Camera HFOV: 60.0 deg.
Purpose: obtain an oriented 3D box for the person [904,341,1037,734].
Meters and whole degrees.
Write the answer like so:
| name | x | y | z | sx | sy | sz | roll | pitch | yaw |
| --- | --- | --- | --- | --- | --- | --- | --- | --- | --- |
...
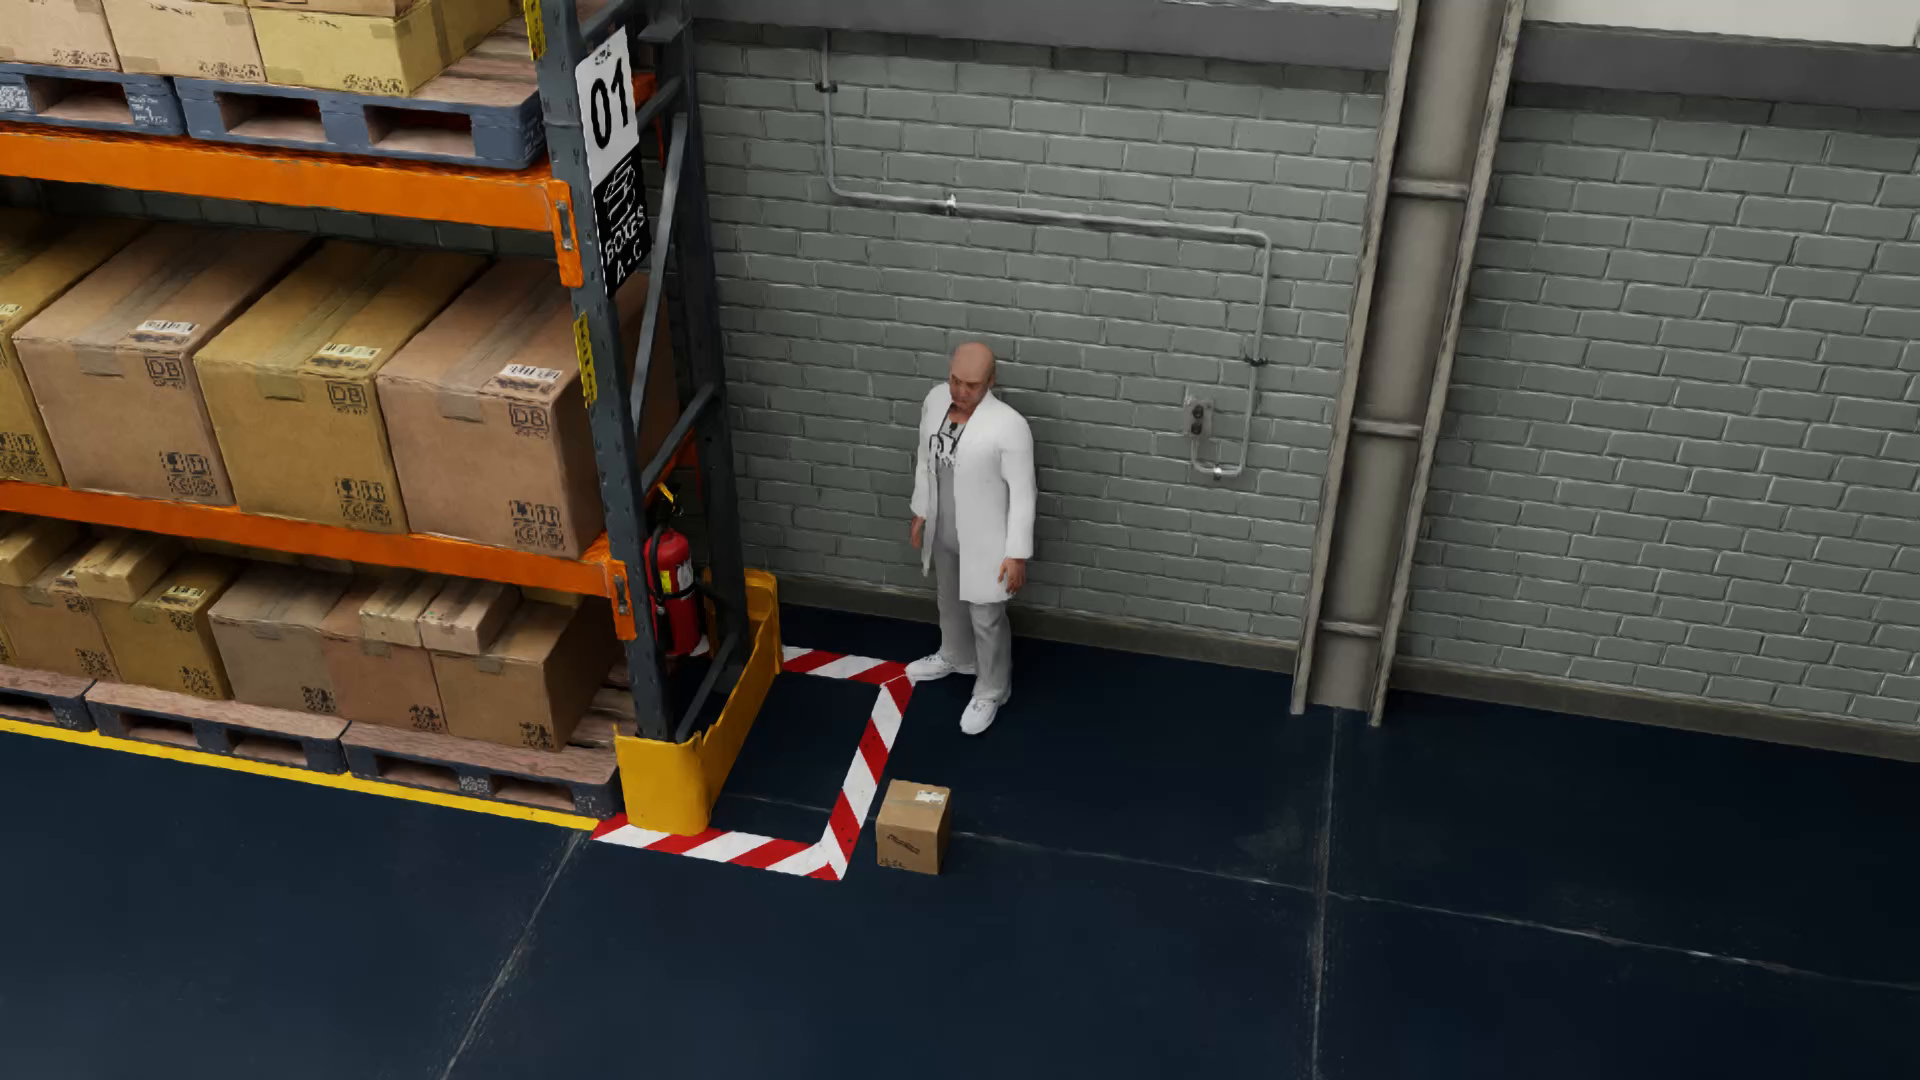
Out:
| name | x | y | z | sx | sy | sz | roll | pitch | yaw |
| --- | --- | --- | --- | --- | --- | --- | --- | --- | --- |
| person | 0.037 | -0.016 | 6.953 | 0.415 | 1.786 | 0.644 | -30 | 46 | -35 |
